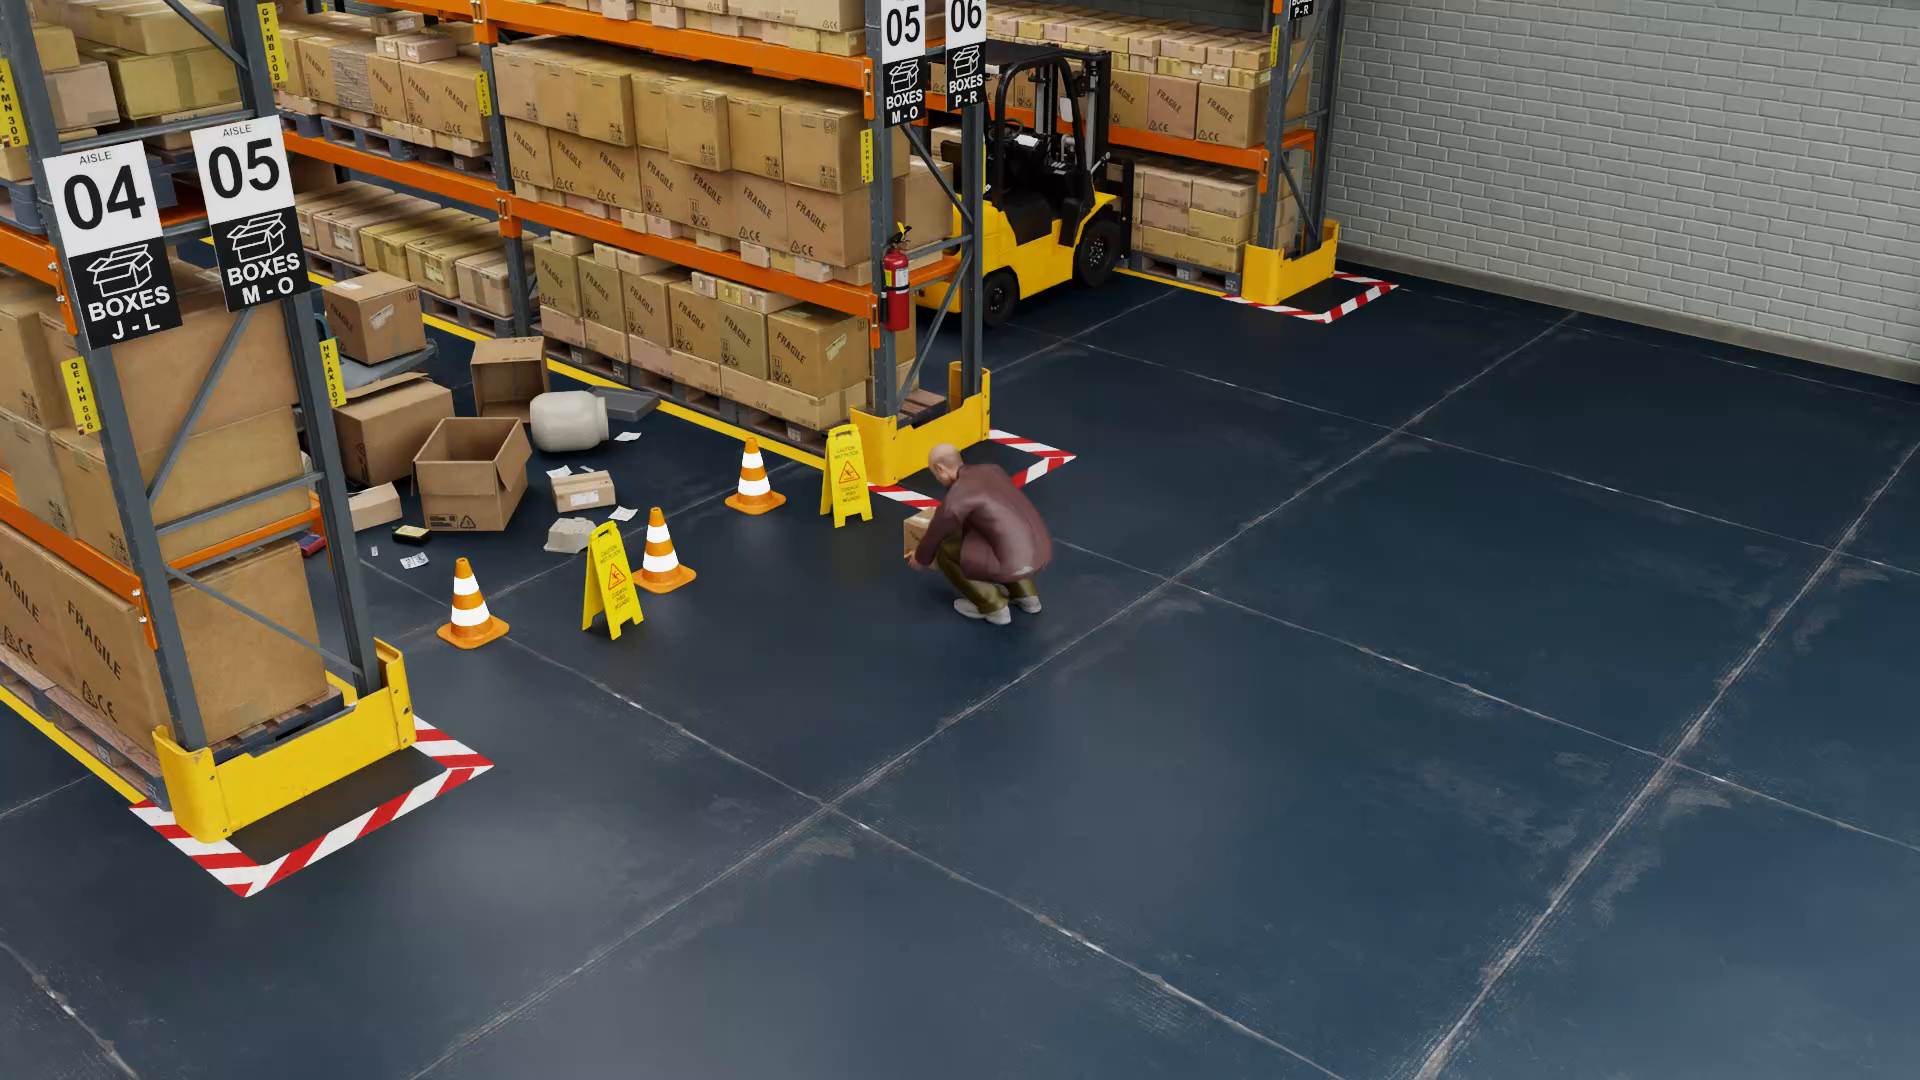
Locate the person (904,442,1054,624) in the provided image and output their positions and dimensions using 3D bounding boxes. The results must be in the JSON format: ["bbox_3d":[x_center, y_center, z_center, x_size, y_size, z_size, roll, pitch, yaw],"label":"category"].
[{"bbox_3d":[0.119,-0.061,9.621,0.902,0.997,0.605,21,33,35],"label":"person"}]
